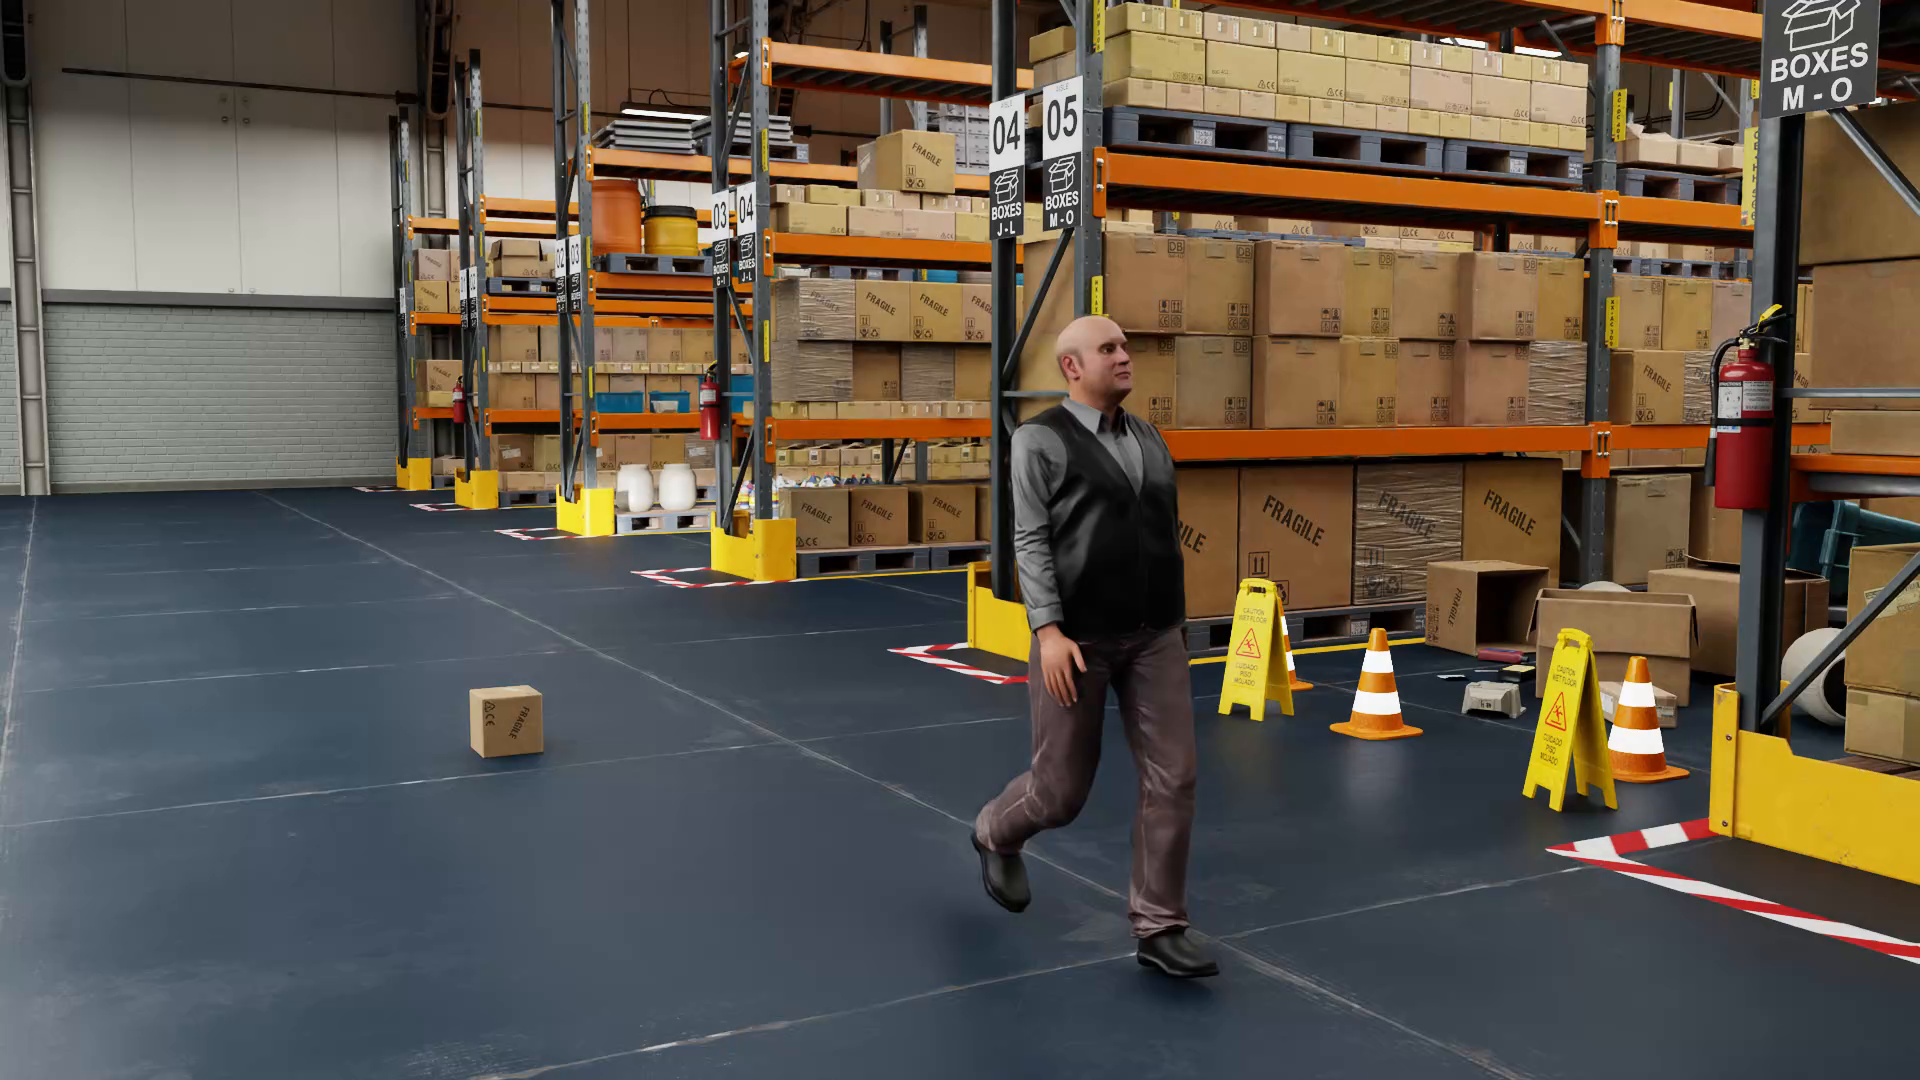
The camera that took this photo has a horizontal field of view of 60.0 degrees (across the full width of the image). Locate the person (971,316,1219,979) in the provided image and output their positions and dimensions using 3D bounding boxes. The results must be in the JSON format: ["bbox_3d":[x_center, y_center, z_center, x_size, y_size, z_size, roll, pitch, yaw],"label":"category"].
[{"bbox_3d":[0.363,0.256,4.411,0.524,1.691,0.869,-3,6,-27],"label":"person"}]
